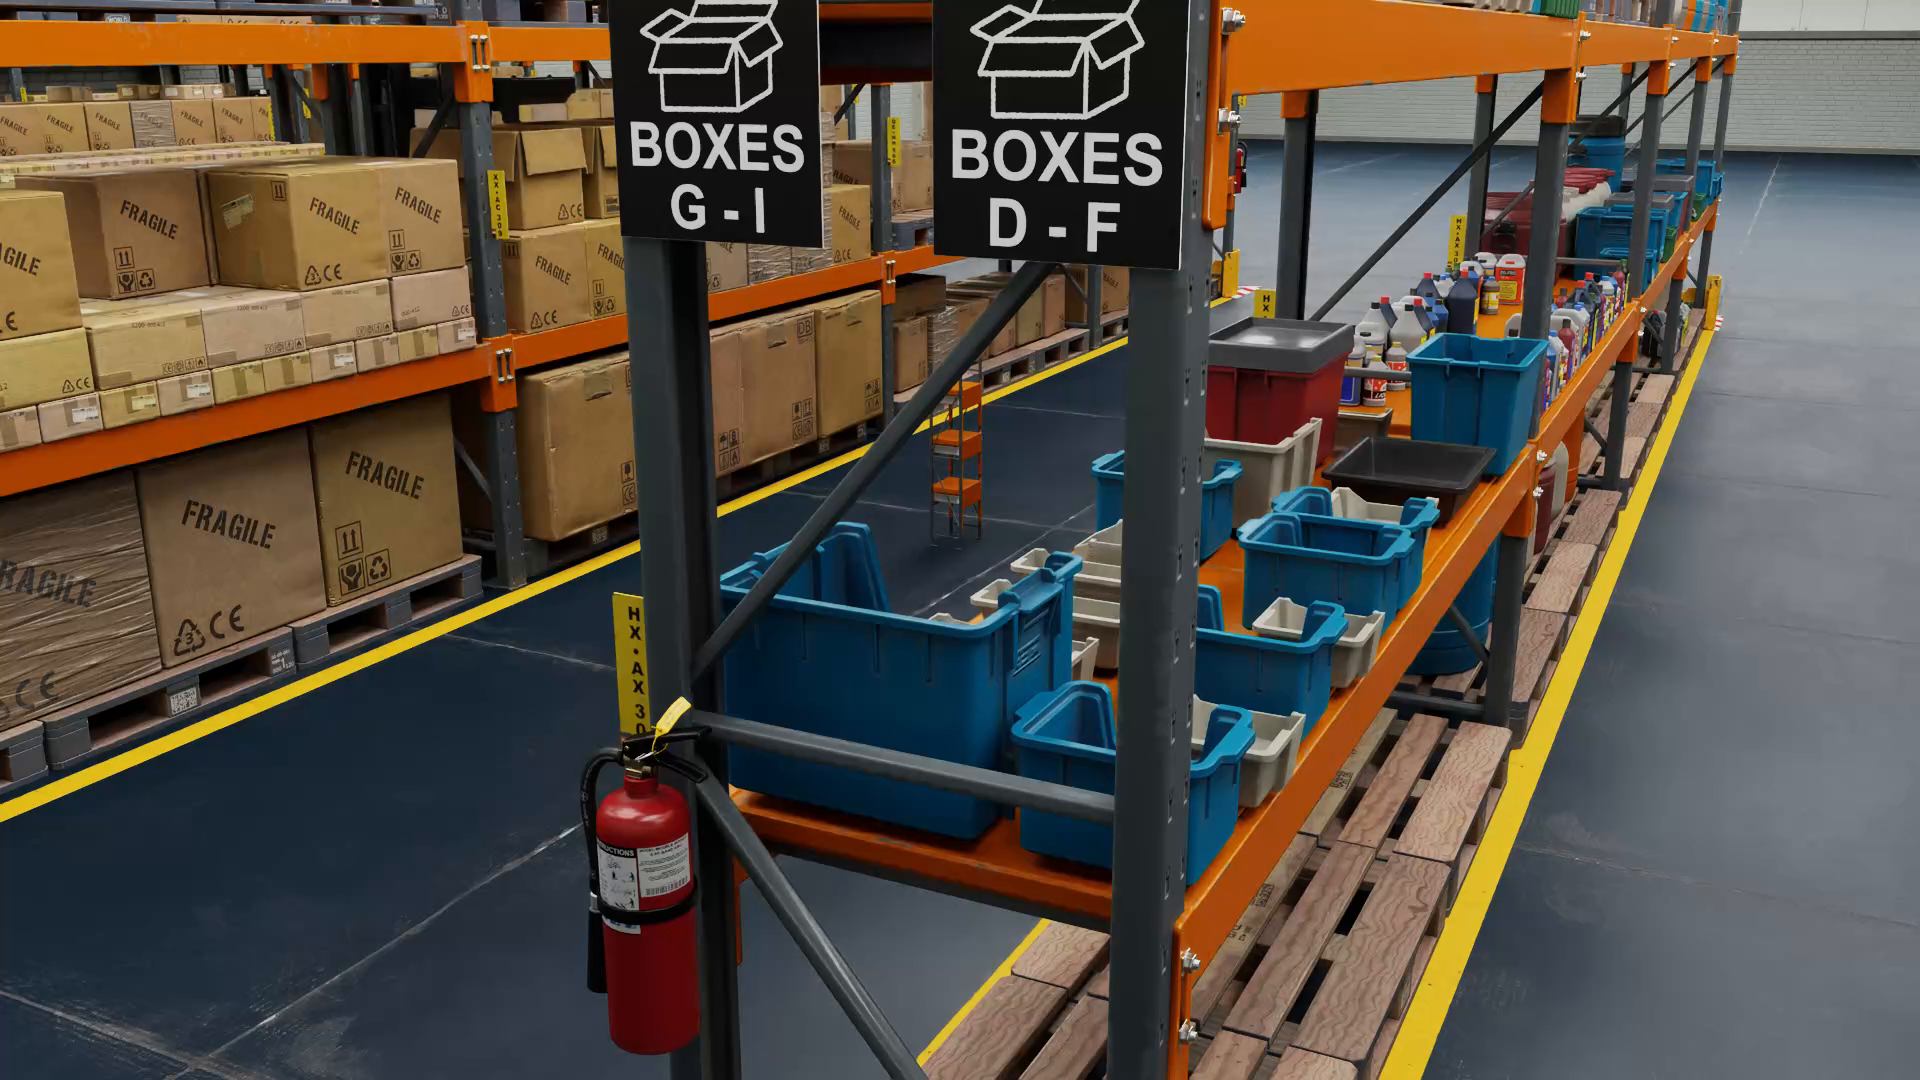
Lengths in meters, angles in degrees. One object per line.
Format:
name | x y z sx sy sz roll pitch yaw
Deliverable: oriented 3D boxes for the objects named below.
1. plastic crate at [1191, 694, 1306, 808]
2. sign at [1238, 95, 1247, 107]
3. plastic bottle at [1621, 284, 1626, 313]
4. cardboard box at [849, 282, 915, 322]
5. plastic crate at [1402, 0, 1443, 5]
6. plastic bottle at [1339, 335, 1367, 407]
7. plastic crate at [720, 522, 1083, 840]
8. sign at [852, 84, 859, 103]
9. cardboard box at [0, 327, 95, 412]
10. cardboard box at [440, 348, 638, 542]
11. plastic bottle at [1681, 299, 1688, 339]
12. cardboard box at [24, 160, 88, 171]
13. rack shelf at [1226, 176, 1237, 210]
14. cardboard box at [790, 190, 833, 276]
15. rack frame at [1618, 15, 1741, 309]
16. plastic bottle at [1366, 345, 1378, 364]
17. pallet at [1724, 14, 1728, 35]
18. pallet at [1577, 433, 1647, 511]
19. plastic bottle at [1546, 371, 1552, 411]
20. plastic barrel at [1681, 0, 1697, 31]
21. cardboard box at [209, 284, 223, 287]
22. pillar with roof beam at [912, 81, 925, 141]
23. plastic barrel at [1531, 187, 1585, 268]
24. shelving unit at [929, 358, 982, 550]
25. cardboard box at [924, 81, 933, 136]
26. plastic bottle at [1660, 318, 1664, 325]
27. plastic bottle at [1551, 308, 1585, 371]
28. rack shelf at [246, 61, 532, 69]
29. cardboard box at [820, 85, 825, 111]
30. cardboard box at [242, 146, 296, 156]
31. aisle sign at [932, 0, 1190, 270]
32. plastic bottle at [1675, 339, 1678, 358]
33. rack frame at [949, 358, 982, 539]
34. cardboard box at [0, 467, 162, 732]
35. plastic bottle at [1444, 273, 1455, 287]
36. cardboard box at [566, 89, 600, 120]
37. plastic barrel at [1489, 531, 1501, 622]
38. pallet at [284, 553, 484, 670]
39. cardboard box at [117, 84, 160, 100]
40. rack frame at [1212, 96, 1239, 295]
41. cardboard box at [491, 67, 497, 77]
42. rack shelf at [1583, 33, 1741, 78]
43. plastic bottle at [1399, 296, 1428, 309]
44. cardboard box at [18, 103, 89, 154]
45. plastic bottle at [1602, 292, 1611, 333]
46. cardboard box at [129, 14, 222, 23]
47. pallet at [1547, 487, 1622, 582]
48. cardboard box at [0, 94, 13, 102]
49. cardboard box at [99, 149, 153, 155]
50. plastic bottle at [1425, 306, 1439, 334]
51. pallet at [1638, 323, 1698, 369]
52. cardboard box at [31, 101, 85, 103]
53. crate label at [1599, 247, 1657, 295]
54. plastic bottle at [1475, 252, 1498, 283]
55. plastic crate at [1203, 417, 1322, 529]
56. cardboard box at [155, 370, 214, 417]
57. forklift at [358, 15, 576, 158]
plastic crate | 0.525 0.409 3.237 0.250 0.136 0.298 8 18 25
sign | 3.109 -4.933 18.276 0.100 0.325 0.005 8 18 25
plastic bottle | 3.611 -1.355 9.166 0.097 0.201 0.097 0 17 0
cardboard box | -0.681 -1.811 12.654 0.500 0.250 0.500 9 19 28
plastic crate | 0.831 -1.359 3.672 0.504 0.338 0.767 8 18 25
plastic bottle | 1.577 -0.698 6.823 0.152 0.276 0.135 8 18 25
plastic crate | -0.115 0.249 3.252 0.616 0.435 0.499 8 18 25
sign | -1.292 -5.555 20.509 0.100 0.325 0.005 8 18 25
cardboard box | -3.618 -0.646 6.173 0.500 0.250 0.500 7 18 24
cardboard box | -2.473 -0.594 9.250 1.225 0.875 0.875 8 18 26
plastic bottle | 6.354 -1.951 14.704 0.144 0.351 0.185 9 19 28
cardboard box | -6.196 -2.510 11.367 0.380 0.149 0.250 8 18 25
rack shelf | 1.728 -3.448 17.128 1.077 0.370 4.000 8 18 25
cardboard box | -1.180 -2.029 10.912 0.500 0.500 0.500 8 18 25
rack frame | 7.052 -3.672 16.620 1.000 3.000 0.127 8 18 25
plastic bottle | 1.718 -0.721 7.033 0.097 0.201 0.097 0 17 0
pallet | 6.595 -4.821 15.552 1.003 0.211 1.213 8 18 25
pallet | 3.858 -0.490 10.804 1.003 0.211 1.213 8 18 25
plastic bottle | 2.331 -0.625 6.710 0.097 0.201 0.097 0 17 0
plastic barrel | 4.331 -3.626 10.443 0.600 0.830 0.708 8 18 25
cardboard box | -3.412 -1.104 7.714 0.500 0.250 0.500 8 18 25
pillar with roof beam | 2.771 -14.572 42.782 9.100 9.000 0.400 8 18 25
plastic barrel | 3.934 -2.085 11.078 0.421 0.512 0.421 0 17 0
shelving unit | -0.024 -0.490 9.329 0.215 1.050 0.252 8 18 25
cardboard box | 0.354 -3.588 14.544 1.000 1.000 1.000 8 18 26
plastic bottle | 5.954 -1.761 14.206 0.097 0.271 0.097 0 17 0
plastic bottle | 2.755 -0.920 7.573 0.152 0.276 0.135 8 18 25
rack shelf | -7.138 -6.147 20.946 1.077 0.370 4.000 8 18 25
cardboard box | -2.135 -5.307 19.964 0.875 0.550 0.550 8 18 25
cardboard box | -5.386 -2.974 12.927 0.380 0.149 0.250 9 19 27
aisle sign | 0.136 -0.787 2.339 0.394 0.787 0.004 8 18 25
plastic bottle | 5.890 -1.600 13.785 0.097 0.201 0.097 0 17 0
rack frame | 0.031 -0.521 9.434 0.200 1.050 0.008 8 18 25
cardboard box | -3.907 0.185 6.626 0.875 0.875 0.875 8 18 25
plastic bottle | 2.549 -1.267 8.748 0.097 0.271 0.097 0 17 0
cardboard box | -4.003 -4.209 16.495 0.700 0.500 0.500 8 18 24
plastic barrel | 2.265 -0.128 7.634 0.600 0.901 0.708 8 18 25
pallet | -3.151 0.275 8.229 1.003 0.211 1.213 8 18 25
cardboard box | -8.952 -4.882 18.119 0.380 0.149 0.250 9 19 28
rack frame | 2.621 -4.302 18.741 1.000 3.000 0.127 8 18 25
cardboard box | -6.510 -5.947 21.825 0.700 0.500 0.500 8 18 26
rack shelf | 6.159 -4.256 14.580 1.077 0.370 4.000 8 18 25
plastic bottle | 2.129 -1.012 7.883 0.152 0.276 0.135 8 18 25
cardboard box | -9.184 -4.136 16.746 0.500 0.500 0.500 9 19 28
plastic bottle | 3.290 -1.172 8.551 0.097 0.201 0.097 0 17 0
cardboard box | -5.812 -3.974 12.190 0.500 0.500 0.500 8 18 25
pallet | 3.163 -0.092 9.462 1.003 0.211 1.213 8 18 25
cardboard box | -12.602 -5.796 21.933 0.380 0.149 0.250 8 18 26
cardboard box | -6.311 -2.859 12.542 0.380 0.149 0.250 9 19 27
plastic bottle | 2.146 -0.940 7.647 0.097 0.271 0.097 0 17 0
pallet | 6.146 -1.794 15.194 1.003 0.211 1.213 8 18 25
cardboard box | -9.419 -4.330 17.399 0.500 0.500 0.500 7 18 22
crate label | 4.001 -1.614 9.983 0.303 0.233 0.416 8 18 25
plastic bottle | 2.995 -1.506 9.544 0.152 0.276 0.135 8 18 25
plastic crate | 0.843 -0.222 5.106 0.437 0.282 0.530 8 18 25
cardboard box | -3.273 -0.614 6.764 0.380 0.149 0.250 8 19 26
forklift | -3.460 -2.318 12.182 1.130 2.935 3.031 8 18 25
